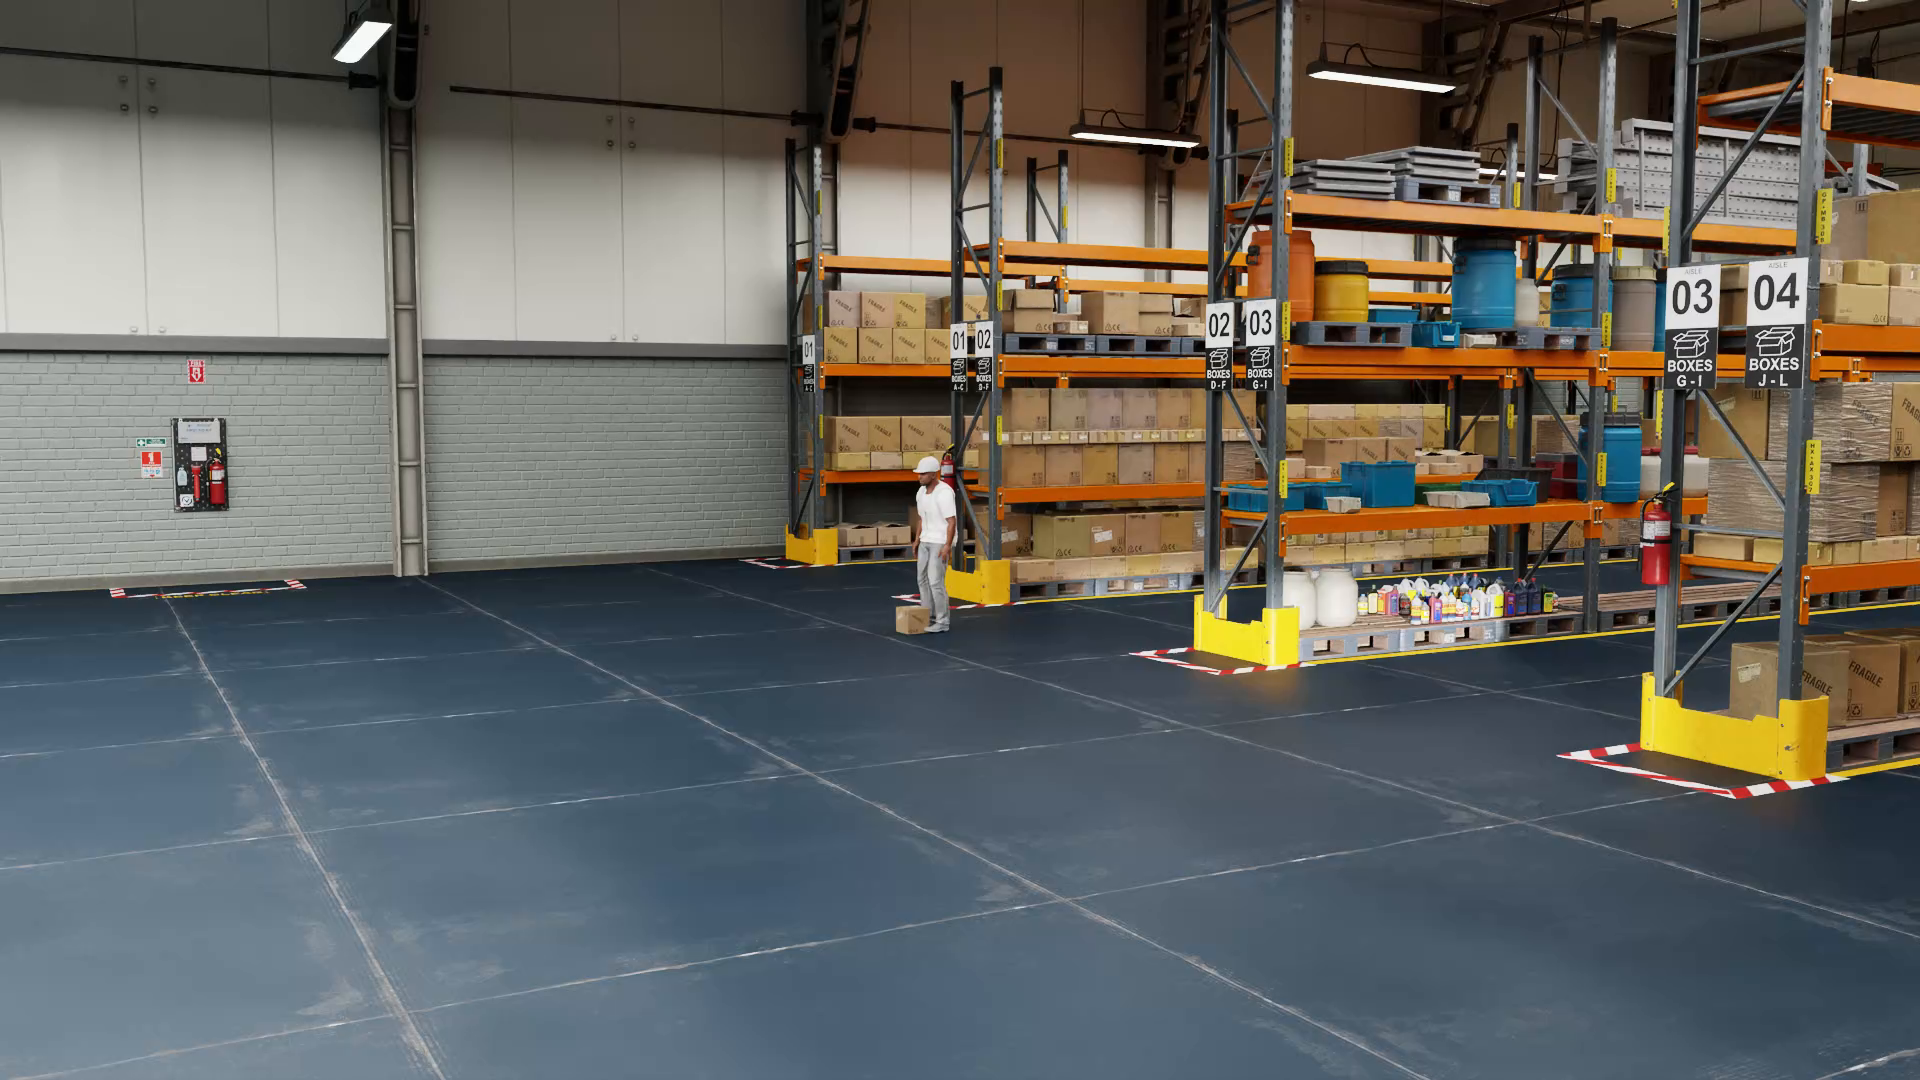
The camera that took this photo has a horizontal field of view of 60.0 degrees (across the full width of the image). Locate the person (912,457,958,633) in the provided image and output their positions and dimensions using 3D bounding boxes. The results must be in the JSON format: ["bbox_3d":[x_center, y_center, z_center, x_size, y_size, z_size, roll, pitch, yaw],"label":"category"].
[{"bbox_3d":[-0.275,0.040,16.701,0.462,1.759,0.633,-3,6,-32],"label":"person"}]
